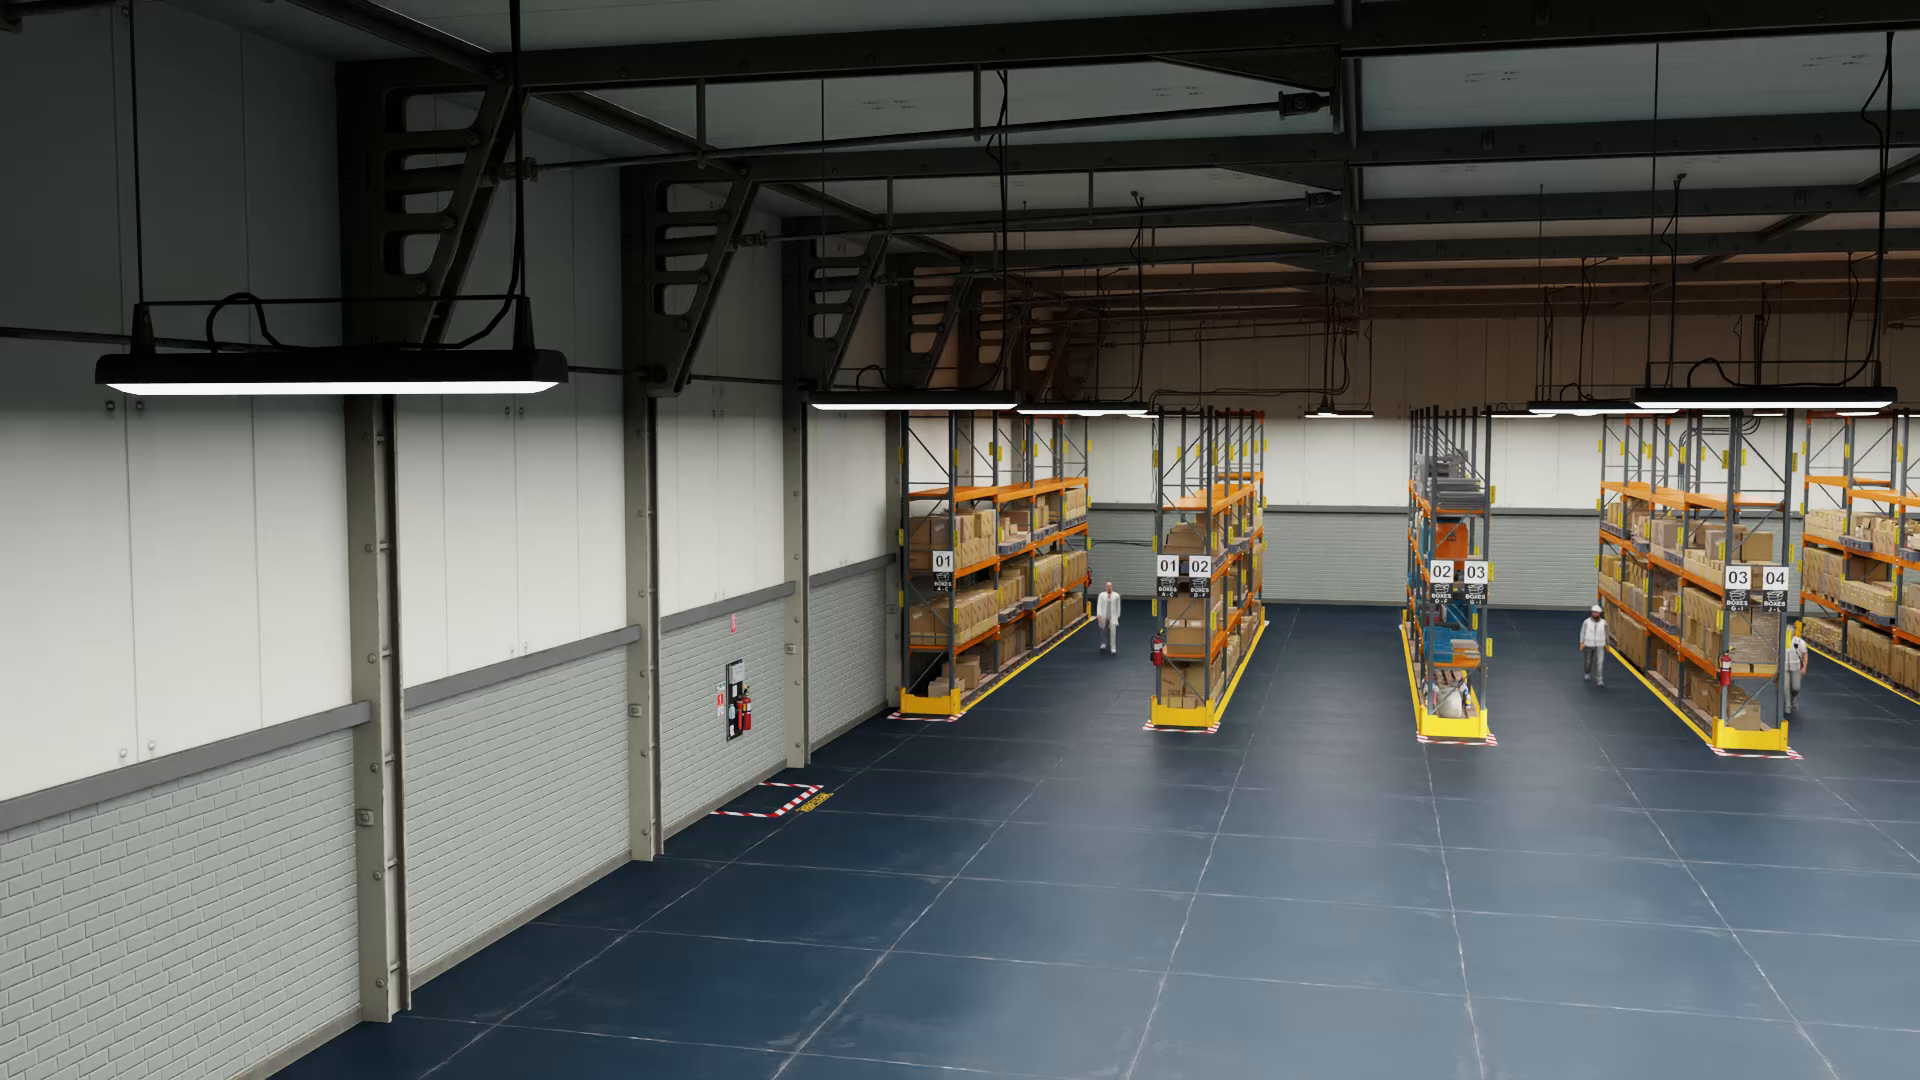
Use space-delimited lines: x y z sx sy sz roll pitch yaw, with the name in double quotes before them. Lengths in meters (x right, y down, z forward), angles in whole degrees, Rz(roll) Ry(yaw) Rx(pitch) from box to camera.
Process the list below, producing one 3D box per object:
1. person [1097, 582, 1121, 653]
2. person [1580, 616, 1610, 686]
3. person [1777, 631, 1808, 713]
"person" 3.666 1.899 40.963 0.581 1.726 1.144 0 4 4
"person" 13.772 2.386 36.063 0.618 1.492 1.084 1 4 11
"person" 16.324 2.530 32.692 0.586 1.716 0.572 2 4 24
